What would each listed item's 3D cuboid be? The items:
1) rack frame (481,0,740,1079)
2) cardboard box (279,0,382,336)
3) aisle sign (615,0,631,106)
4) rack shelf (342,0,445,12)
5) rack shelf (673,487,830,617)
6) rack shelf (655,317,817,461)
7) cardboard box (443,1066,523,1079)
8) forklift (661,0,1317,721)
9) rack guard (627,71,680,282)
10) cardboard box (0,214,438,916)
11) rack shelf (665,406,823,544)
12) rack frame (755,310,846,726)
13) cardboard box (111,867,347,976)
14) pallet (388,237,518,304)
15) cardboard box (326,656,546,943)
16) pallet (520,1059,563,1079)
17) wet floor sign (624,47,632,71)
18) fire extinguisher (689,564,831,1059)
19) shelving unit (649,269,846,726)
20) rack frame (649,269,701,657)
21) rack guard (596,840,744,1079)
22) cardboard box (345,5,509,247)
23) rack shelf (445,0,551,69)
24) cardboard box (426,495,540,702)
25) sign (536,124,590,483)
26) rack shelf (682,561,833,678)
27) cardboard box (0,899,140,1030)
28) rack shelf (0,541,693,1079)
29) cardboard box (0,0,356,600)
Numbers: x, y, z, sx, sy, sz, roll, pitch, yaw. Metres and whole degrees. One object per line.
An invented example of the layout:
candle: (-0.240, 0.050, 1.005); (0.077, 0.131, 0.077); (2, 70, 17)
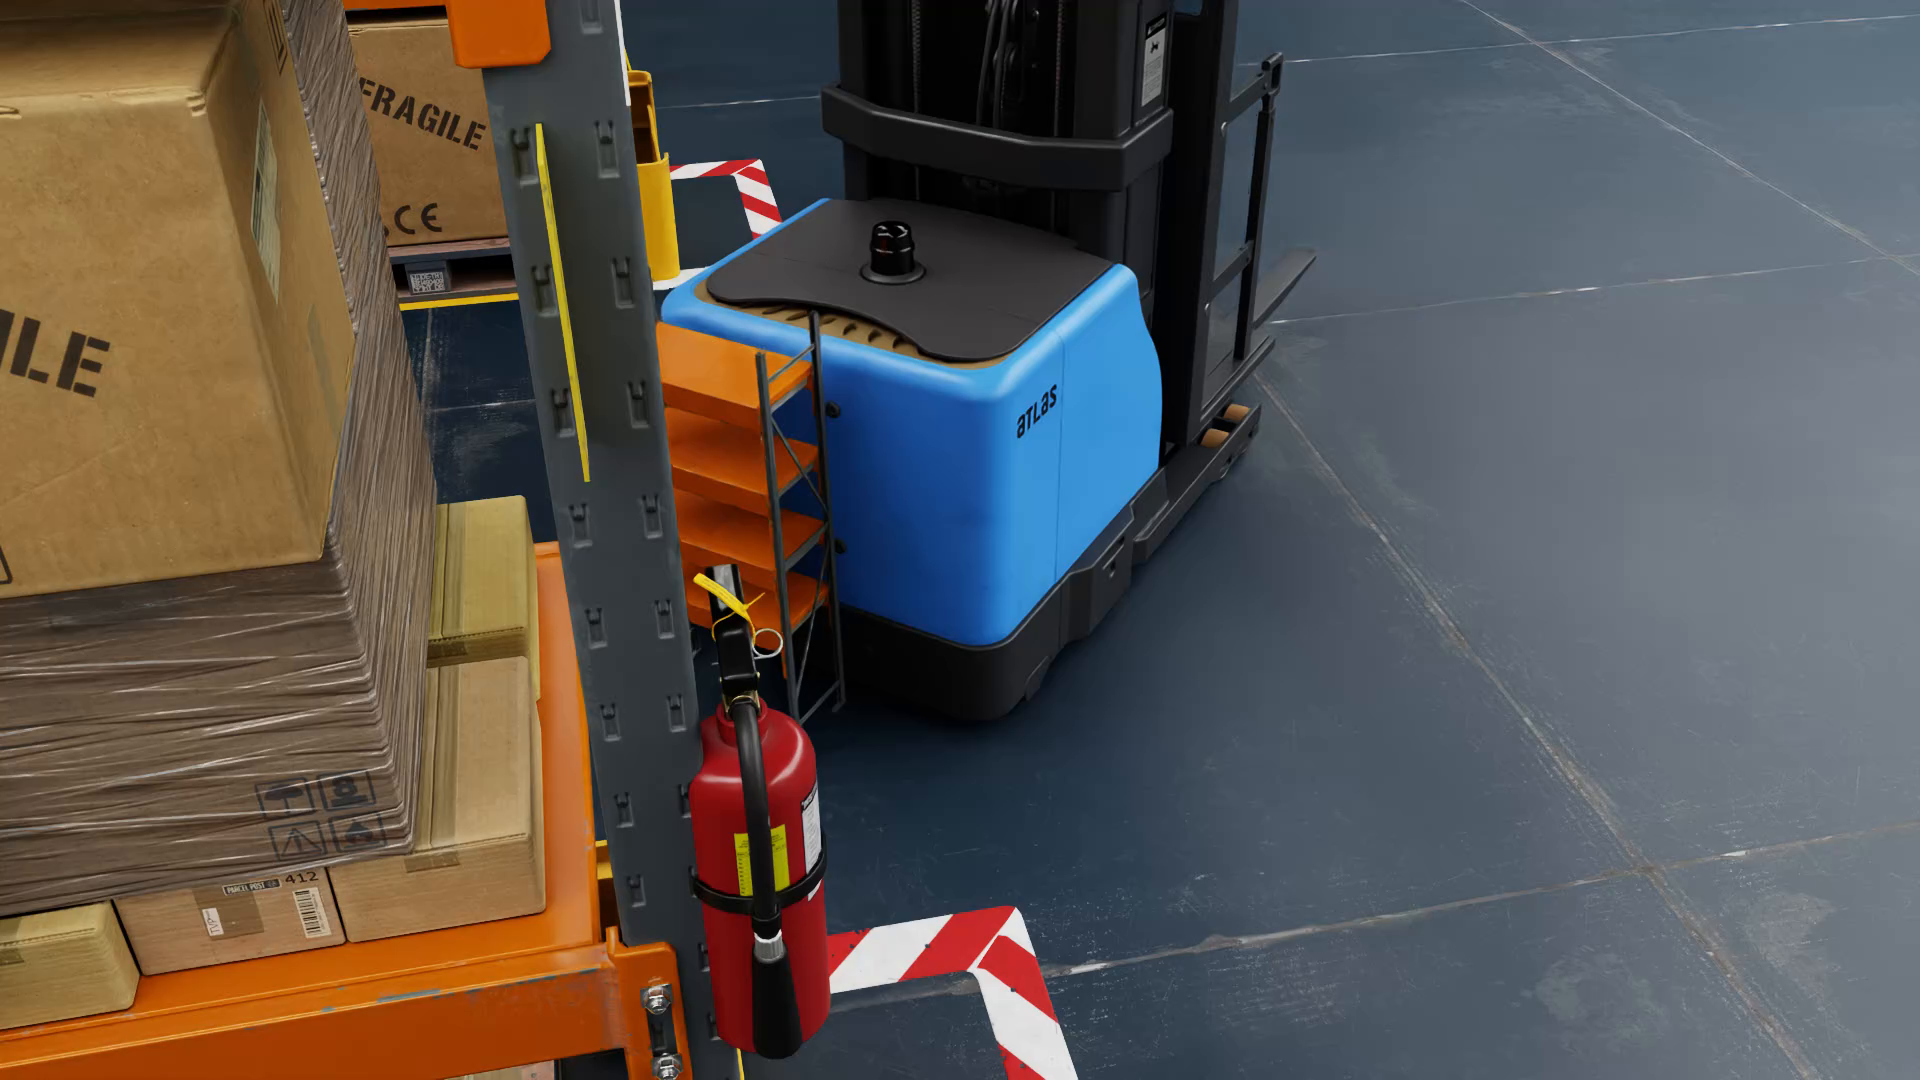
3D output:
rack frame: (-0.474, 0.092, 2.422); (0.127, 3.000, 1.000); (-7, 35, -11)
cardboard box: (-1.070, -0.569, 2.152); (0.500, 0.500, 0.500); (-7, 35, -11)
aisle sign: (-0.347, -0.832, 1.466); (0.004, 0.787, 0.394); (-7, 35, -11)
rack shelf: (-3.420, -2.072, 6.291); (4.000, 0.370, 1.077); (-7, 35, -11)
rack shelf: (-0.599, 0.005, 4.279); (0.480, 0.148, 0.258); (17, 39, 24)
rack shelf: (-0.606, -0.370, 4.013); (0.480, 0.148, 0.258); (17, 39, 24)
cardboard box: (-1.087, 1.023, 2.900); (0.500, 0.500, 0.500); (-1, 34, -2)
forklift: (0.373, -1.534, 4.905); (1.130, 2.935, 3.031); (17, 38, 24)
rack guard: (-1.446, -1.582, 7.158); (0.348, 0.500, 1.175); (-7, 35, -11)
cardboard box: (-1.016, -0.021, 2.232); (0.500, 0.500, 0.875); (-7, 35, -11)
rack shelf: (-0.602, -0.177, 4.150); (0.480, 0.148, 0.258); (17, 39, 24)
rack frame: (-0.386, 0.016, 4.143); (0.015, 1.200, 0.240); (17, 39, 24)
cardboard box: (-0.950, 0.373, 2.227); (0.250, 0.149, 0.380); (-7, 35, -11)
pallet: (-2.232, -1.318, 7.024); (1.213, 0.211, 1.003); (-7, 35, -11)
cardboard box: (-0.706, 0.343, 2.272); (0.250, 0.149, 0.380); (-7, 35, -11)
pallet: (-1.348, 1.339, 3.065); (1.213, 0.211, 1.003); (-7, 35, -11)
wet floor sign: (-1.878, -2.719, 8.722); (0.232, 0.644, 0.267); (-13, 36, -19)
fire extinguisher: (-0.261, 0.360, 2.091); (0.183, 0.674, 0.296); (-7, 35, -11)
shelving unit: (-0.600, -0.050, 4.240); (0.503, 1.200, 0.258); (17, 39, 24)
rack frame: (-0.814, -0.115, 4.338); (0.015, 1.200, 0.240); (17, 39, 24)
rack guard: (-0.548, 1.139, 3.104); (0.348, 0.500, 1.175); (-7, 35, -11)
cardboard box: (-2.116, -1.789, 6.755); (0.875, 0.875, 0.875); (-7, 34, -10)
rack shelf: (-2.425, -0.609, 1.420); (4.000, 0.370, 1.077); (-7, 35, -11)
cardboard box: (-0.805, 0.101, 2.633); (0.250, 0.149, 0.380); (-7, 35, -11)
sign: (-0.371, -0.216, 1.558); (0.005, 0.325, 0.100); (-7, 35, -11)
rack shelf: (-0.596, 0.167, 4.394); (0.480, 0.148, 0.258); (17, 39, 24)
cardboard box: (-1.183, 0.432, 2.139); (0.250, 0.149, 0.380); (-7, 35, -11)
rack shelf: (-2.425, 0.636, 2.256); (4.000, 0.370, 1.077); (-7, 35, -11)
cardboard box: (-0.956, -0.287, 1.731); (0.500, 0.500, 0.500); (-7, 35, -11)
